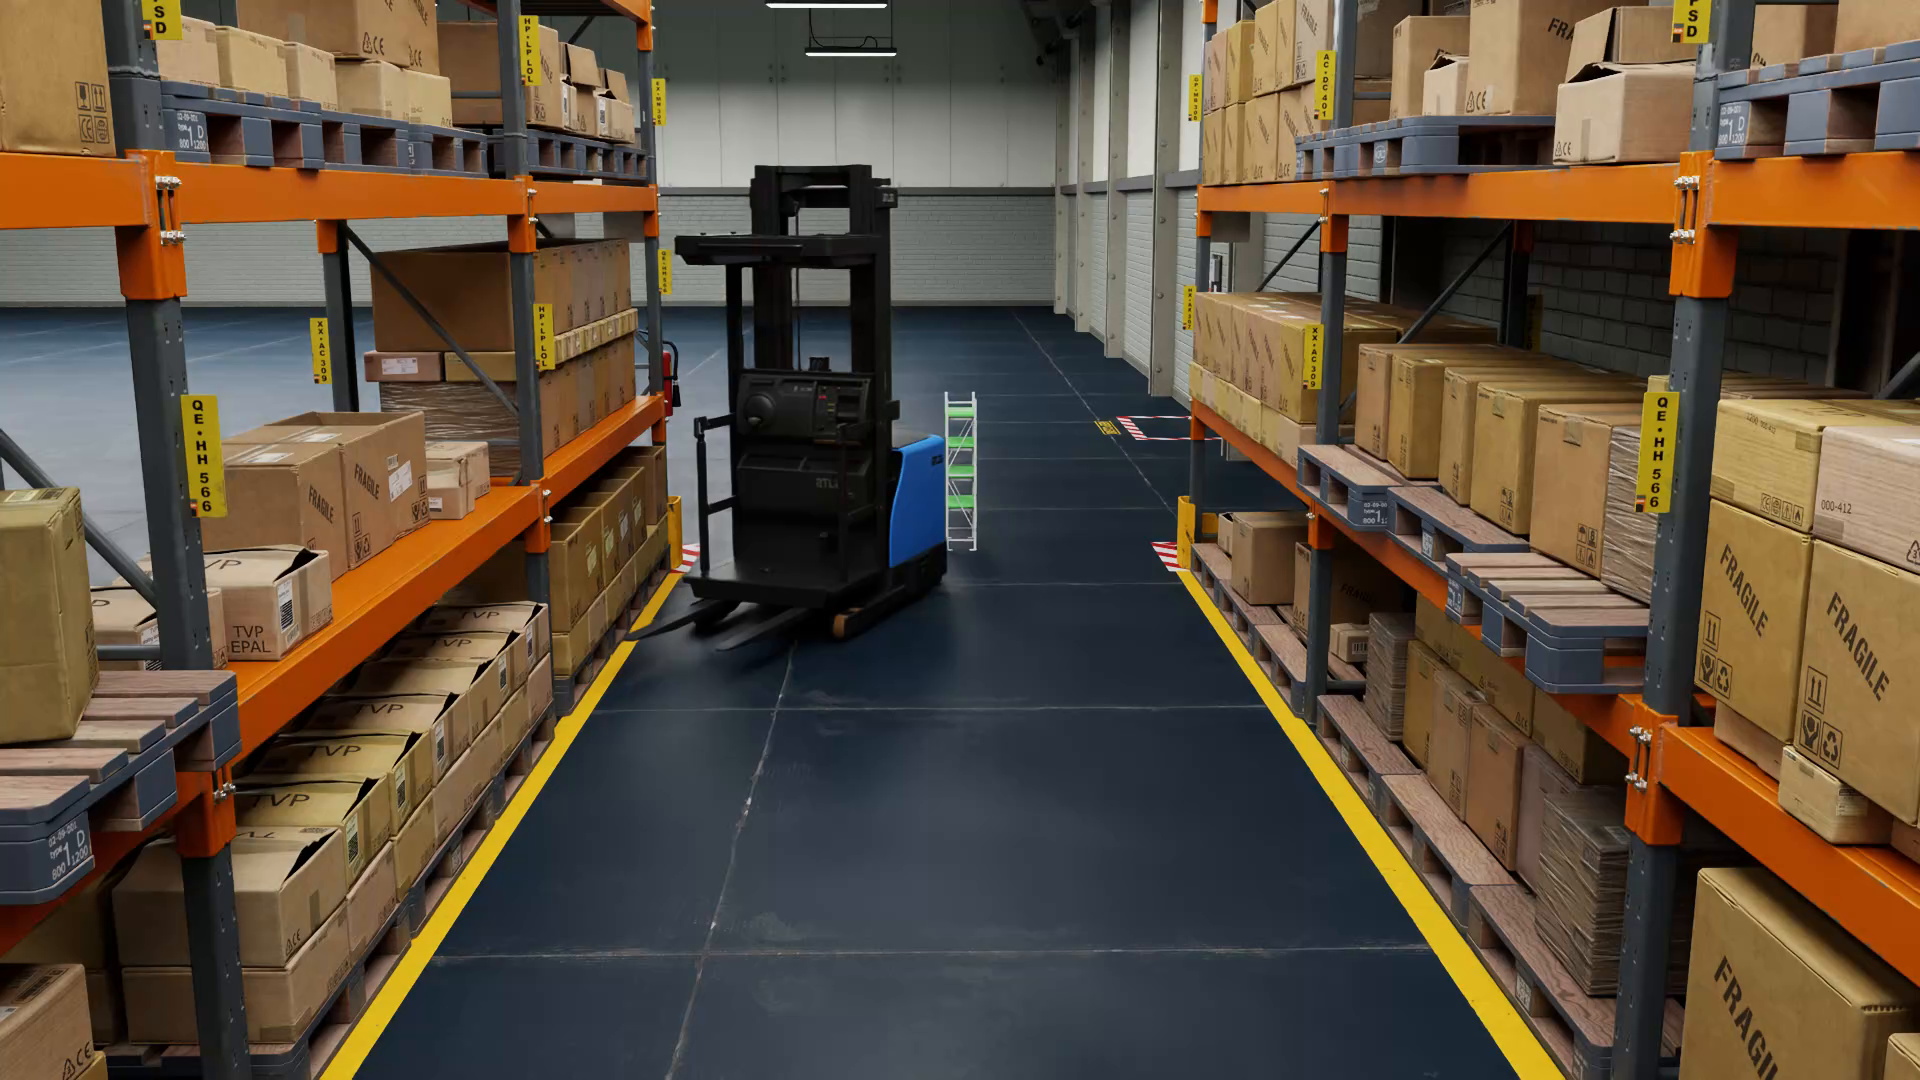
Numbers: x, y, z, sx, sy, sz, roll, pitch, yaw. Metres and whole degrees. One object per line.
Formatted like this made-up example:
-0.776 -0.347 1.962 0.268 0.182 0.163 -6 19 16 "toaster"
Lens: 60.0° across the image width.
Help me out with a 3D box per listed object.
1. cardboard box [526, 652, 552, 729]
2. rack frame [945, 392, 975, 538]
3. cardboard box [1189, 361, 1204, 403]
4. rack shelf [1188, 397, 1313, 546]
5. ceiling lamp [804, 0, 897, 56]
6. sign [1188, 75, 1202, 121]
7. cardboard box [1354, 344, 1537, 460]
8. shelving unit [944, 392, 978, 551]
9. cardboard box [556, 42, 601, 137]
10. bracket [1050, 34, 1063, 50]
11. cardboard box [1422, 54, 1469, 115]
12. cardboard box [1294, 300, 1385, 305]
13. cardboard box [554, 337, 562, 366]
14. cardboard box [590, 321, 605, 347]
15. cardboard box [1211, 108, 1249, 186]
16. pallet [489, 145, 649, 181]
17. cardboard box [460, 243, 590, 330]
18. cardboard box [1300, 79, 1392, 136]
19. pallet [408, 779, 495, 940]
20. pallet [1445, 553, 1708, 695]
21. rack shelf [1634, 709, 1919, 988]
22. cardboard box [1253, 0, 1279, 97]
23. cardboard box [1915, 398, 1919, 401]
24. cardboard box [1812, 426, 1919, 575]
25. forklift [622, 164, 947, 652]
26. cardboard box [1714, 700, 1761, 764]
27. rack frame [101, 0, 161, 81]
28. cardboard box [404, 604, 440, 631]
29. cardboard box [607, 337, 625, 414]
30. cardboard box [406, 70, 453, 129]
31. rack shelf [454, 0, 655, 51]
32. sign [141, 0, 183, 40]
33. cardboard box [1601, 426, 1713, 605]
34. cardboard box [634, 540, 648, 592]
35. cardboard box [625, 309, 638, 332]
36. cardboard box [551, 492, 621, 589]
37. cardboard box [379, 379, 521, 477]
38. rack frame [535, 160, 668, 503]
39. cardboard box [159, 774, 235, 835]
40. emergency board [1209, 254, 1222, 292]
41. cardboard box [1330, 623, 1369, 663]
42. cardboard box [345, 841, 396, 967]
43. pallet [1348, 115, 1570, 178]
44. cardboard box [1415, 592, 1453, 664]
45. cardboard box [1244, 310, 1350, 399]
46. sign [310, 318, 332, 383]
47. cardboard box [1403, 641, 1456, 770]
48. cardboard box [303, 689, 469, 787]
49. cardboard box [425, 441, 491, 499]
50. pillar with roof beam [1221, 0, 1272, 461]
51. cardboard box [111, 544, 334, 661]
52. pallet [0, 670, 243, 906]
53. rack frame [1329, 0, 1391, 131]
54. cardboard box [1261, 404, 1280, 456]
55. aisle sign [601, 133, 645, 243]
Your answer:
-2.325 0.740 8.226 0.500 0.250 0.500 0 11 -2 "cardboard box"
-0.002 -0.604 13.517 0.240 1.200 0.015 0 11 -1 "rack frame"
1.939 -1.137 11.946 0.500 0.250 0.500 -1 11 -3 "cardboard box"
2.288 -0.549 10.530 1.077 0.370 4.000 0 11 -1 "rack shelf"
-2.374 -12.139 36.081 2.000 3.185 0.800 0 11 -1 "ceiling lamp"
1.704 -3.195 12.022 0.100 0.325 0.005 0 11 -1 "sign"
2.306 -0.667 7.946 0.700 0.500 0.500 0 11 -1 "cardboard box"
0.003 -0.555 13.278 0.258 1.200 0.503 0 11 -1 "shelving unit"
-2.531 -2.606 9.647 0.797 0.503 0.637 1 12 5 "cardboard box"
2.213 -11.235 37.252 0.076 0.066 4.783 0 11 -1 "bracket"
2.273 -1.905 7.027 0.500 0.311 0.500 0 11 1 "cardboard box"
2.484 -1.307 10.899 0.500 0.500 0.500 -1 11 -3 "cardboard box"
-2.454 -1.057 9.343 0.380 0.149 0.250 0 11 -2 "cardboard box"
-2.479 -1.312 10.600 0.380 0.149 0.250 0 11 0 "cardboard box"
1.979 -2.653 11.248 0.500 0.500 0.500 1 11 3 "cardboard box"
-2.717 -2.564 11.331 1.003 0.211 1.213 0 11 -1 "pallet"
-2.670 -1.555 10.166 0.700 0.500 0.500 0 11 -1 "cardboard box"
2.072 -2.133 8.681 0.500 0.500 0.500 0 11 0 "cardboard box"
-2.541 1.273 6.752 1.003 0.211 1.213 0 11 -1 "pallet"
2.291 0.244 5.295 1.213 0.211 1.003 0 11 -1 "pallet"
2.453 1.041 2.691 1.077 0.370 4.000 0 11 -1 "rack shelf"
2.005 -2.834 9.623 0.500 0.500 0.500 -1 11 -3 "cardboard box"
2.680 -0.192 4.024 0.500 0.250 0.500 0 11 0 "cardboard box"
2.175 -0.083 3.487 0.500 0.250 0.500 0 11 -2 "cardboard box"
-1.097 -0.900 10.622 1.130 2.935 3.031 4 12 21 "forklift"
2.187 0.471 4.275 0.380 0.149 0.250 0 11 -2 "cardboard box"
-2.541 -2.628 3.879 1.000 3.000 0.127 0 11 -1 "rack frame"
-2.864 0.467 8.161 0.500 0.311 0.500 0 11 -1 "cardboard box"
-2.694 -1.130 11.332 0.700 0.500 0.500 0 11 0 "cardboard box"
-2.620 -1.963 7.466 0.500 0.250 0.500 1 12 5 "cardboard box"
-2.665 -3.272 9.869 1.077 0.370 4.000 0 11 -1 "rack shelf"
-1.998 -1.413 4.135 0.100 0.325 0.005 0 11 -1 "sign"
2.392 -0.067 4.986 0.700 0.500 0.500 -2 12 -8 "cardboard box"
-2.365 0.168 11.047 0.500 0.250 0.500 0 11 -1 "cardboard box"
-2.508 -1.570 11.869 0.380 0.149 0.250 0 11 -2 "cardboard box"
-2.341 -0.001 9.992 0.500 0.500 0.500 0 11 -1 "cardboard box"
-2.639 -0.620 8.819 0.700 0.500 0.500 -1 11 -3 "cardboard box"
-2.706 -1.278 12.314 1.000 3.000 0.127 0 11 -1 "rack frame"
-2.815 0.973 5.669 0.500 0.311 0.500 0 11 -2 "cardboard box"
2.989 -2.848 20.051 0.194 1.169 0.643 0 11 -1 "emergency board"
2.288 0.563 9.260 0.380 0.166 0.250 -2 12 -9 "cardboard box"
-2.269 1.249 5.719 0.500 0.250 0.500 -1 11 -3 "cardboard box"
2.260 -1.553 6.596 1.213 0.211 1.003 0 11 -1 "pallet"
2.374 0.372 7.477 0.500 0.250 0.500 0 11 -2 "cardboard box"
1.995 -1.100 9.877 0.500 0.500 0.500 -1 11 -3 "cardboard box"
-3.178 -0.943 8.288 0.100 0.325 0.005 0 11 -1 "sign"
2.422 0.754 7.477 0.700 0.500 0.500 0 11 -2 "cardboard box"
-2.297 0.766 6.688 0.500 0.311 0.500 0 11 -2 "cardboard box"
-2.570 -0.312 7.928 0.500 0.250 0.500 0 11 2 "cardboard box"
-1.302 -5.279 16.945 9.100 9.000 0.400 0 11 -1 "pillar with roof beam"
-2.366 0.177 5.364 0.500 0.311 0.500 0 11 -2 "cardboard box"
-2.457 0.541 3.832 1.213 0.211 1.003 0 11 -1 "pallet"
2.329 -3.444 7.902 1.000 3.000 0.127 0 11 -1 "rack frame"
2.014 -0.632 9.458 0.500 0.250 0.500 0 11 -1 "cardboard box"
-2.414 -2.566 12.126 0.394 0.787 0.004 0 11 -1 "aisle sign"
